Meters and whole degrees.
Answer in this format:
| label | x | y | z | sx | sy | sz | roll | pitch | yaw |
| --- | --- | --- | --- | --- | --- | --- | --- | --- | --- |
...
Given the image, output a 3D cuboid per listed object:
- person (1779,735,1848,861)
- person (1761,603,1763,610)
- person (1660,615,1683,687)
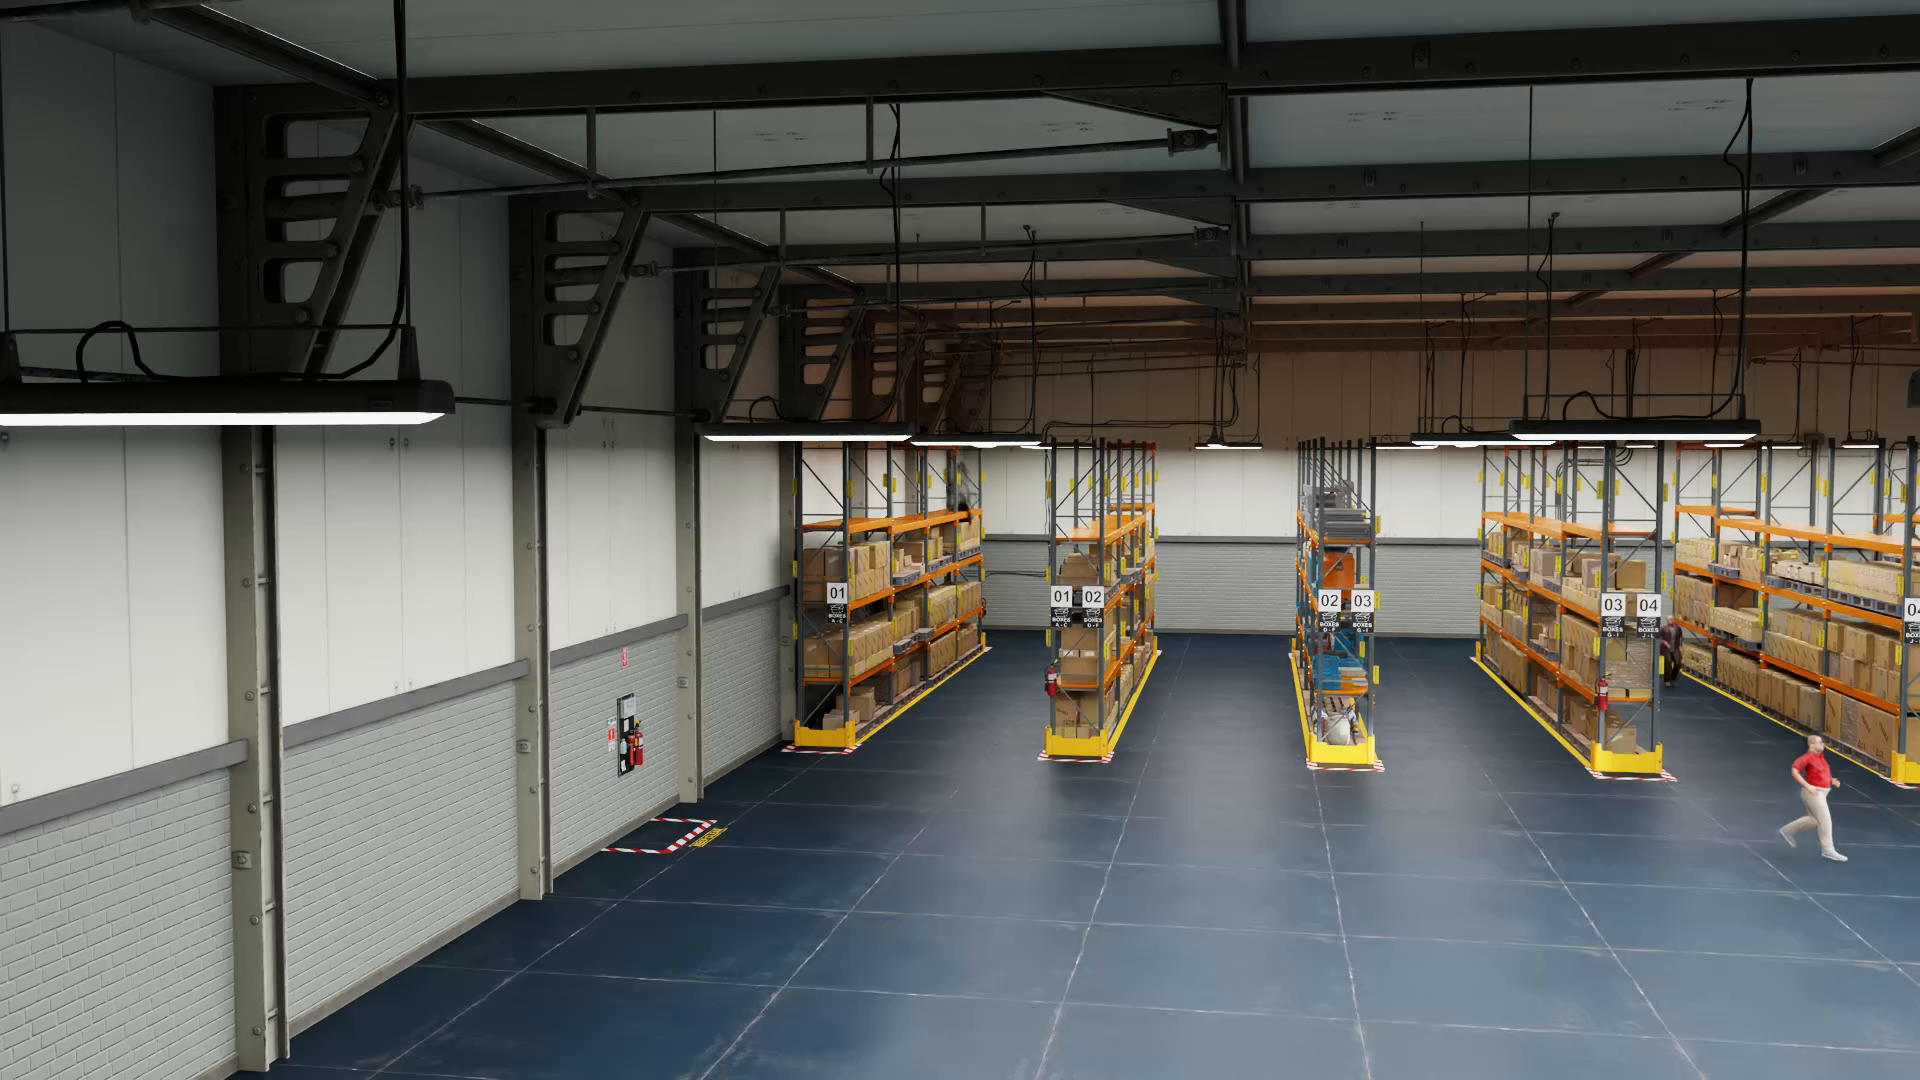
| label | x | y | z | sx | sy | sz | roll | pitch | yaw |
| --- | --- | --- | --- | --- | --- | --- | --- | --- | --- |
| person | 12.053 | 3.610 | 23.464 | 0.911 | 1.713 | 0.672 | 3 | 4 | 41 |
| person | 21.122 | 2.549 | 43.696 | 0.692 | 1.774 | 0.720 | 0 | 3 | 3 |
| person | 17.274 | 2.707 | 40.420 | 0.710 | 1.757 | 0.696 | 0 | 3 | 6 |
